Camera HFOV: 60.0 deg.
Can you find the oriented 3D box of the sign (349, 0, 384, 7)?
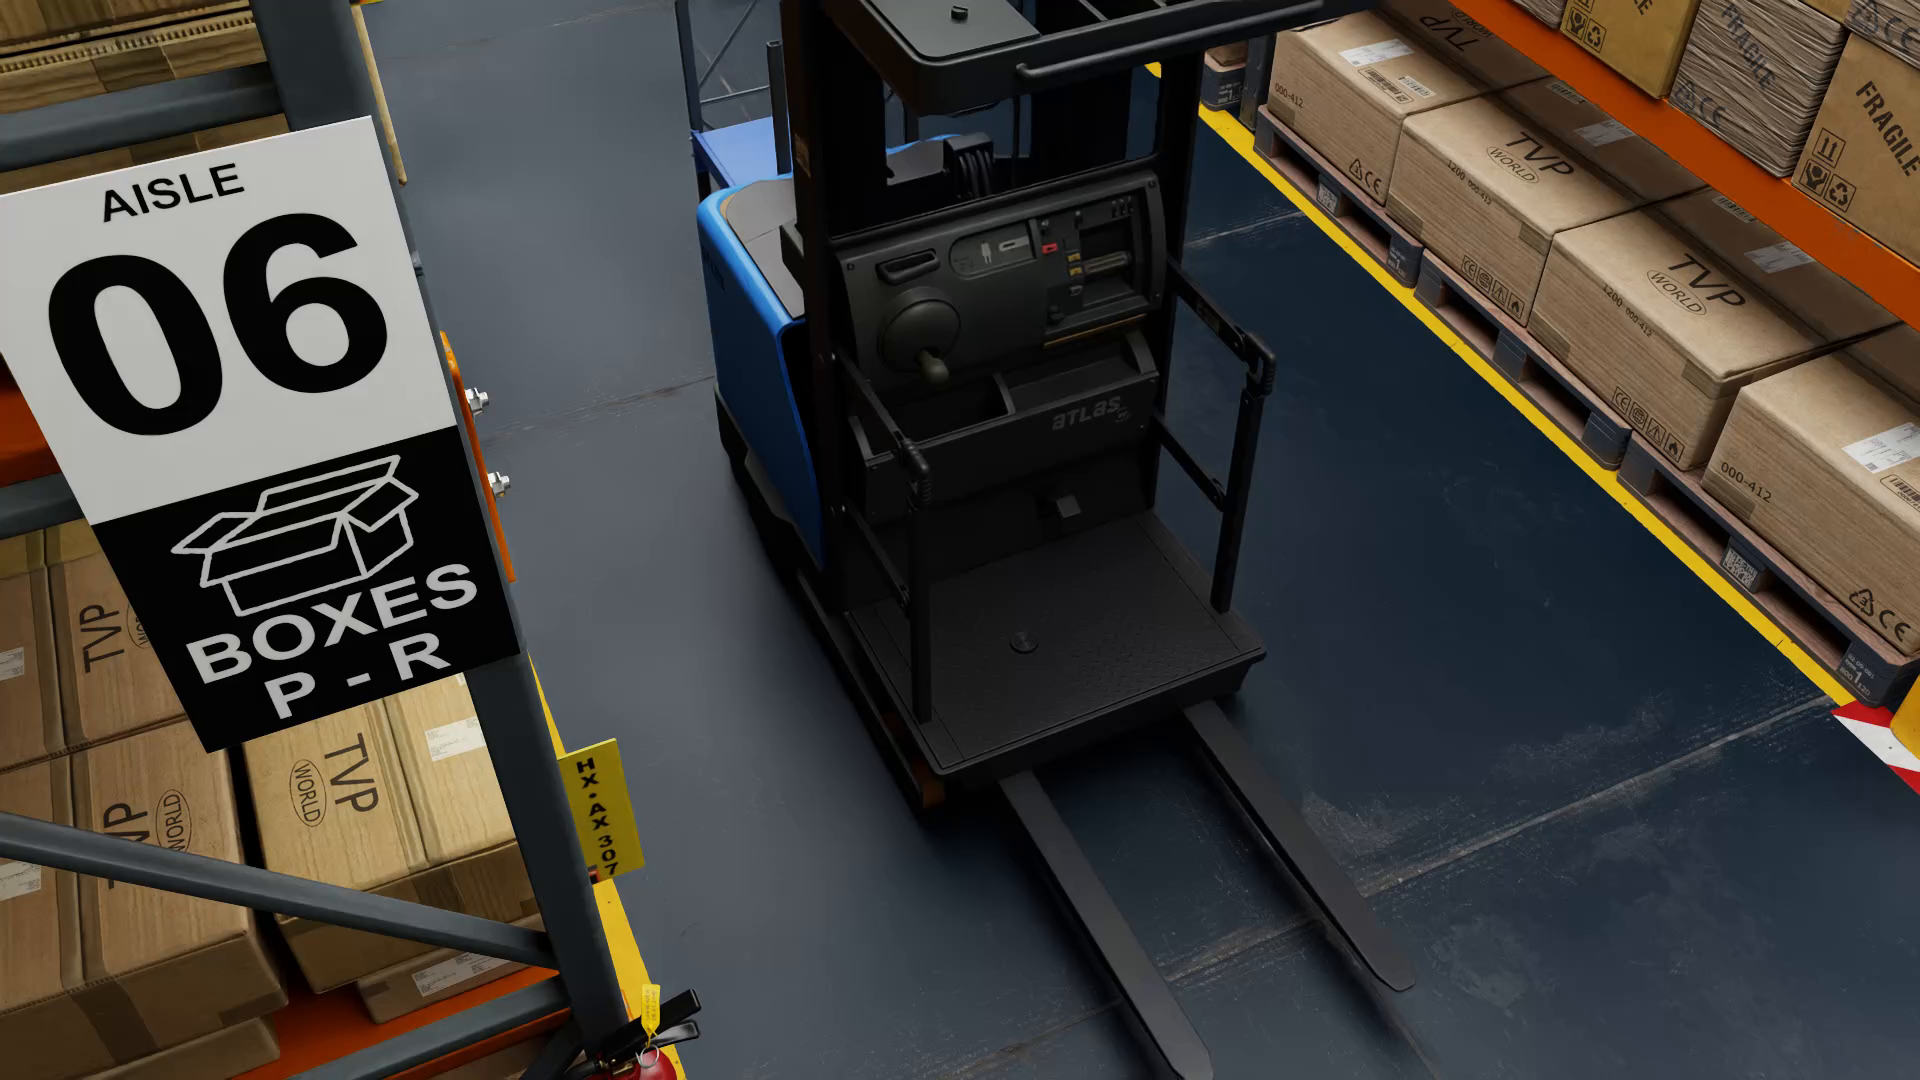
[{"bbox_3d":[-0.556,-0.645,1.511,0.100,0.325,0.005,-18,47,-17],"label":"sign"}]

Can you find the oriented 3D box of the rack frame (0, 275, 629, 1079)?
[{"bbox_3d":[-1.048,0.894,2.709,1.000,3.000,0.127,-18,47,-17],"label":"rack frame"}]

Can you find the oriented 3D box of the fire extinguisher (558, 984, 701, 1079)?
[{"bbox_3d":[-0.567,1.011,2.910,0.296,0.674,0.183,-18,47,-17],"label":"fire extinguisher"}]

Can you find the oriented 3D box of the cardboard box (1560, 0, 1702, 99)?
[{"bbox_3d":[2.359,-1.814,5.381,0.500,0.500,0.500,-17,47,-16],"label":"cardboard box"}]

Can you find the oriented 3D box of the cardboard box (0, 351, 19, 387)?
[{"bbox_3d":[-0.971,-0.356,2.019,0.380,0.149,0.250,-17,47,-17],"label":"cardboard box"}]

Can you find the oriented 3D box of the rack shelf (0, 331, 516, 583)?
[{"bbox_3d":[-1.889,-1.192,3.199,1.077,0.370,4.000,-18,47,-17],"label":"rack shelf"}]

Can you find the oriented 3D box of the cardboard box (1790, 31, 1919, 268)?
[{"bbox_3d":[2.813,-1.164,4.722,0.500,0.500,0.500,-19,48,-18],"label":"cardboard box"}]

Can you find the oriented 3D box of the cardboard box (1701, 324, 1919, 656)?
[{"bbox_3d":[3.085,-0.203,5.345,0.875,0.438,0.875,-20,48,-19],"label":"cardboard box"}]

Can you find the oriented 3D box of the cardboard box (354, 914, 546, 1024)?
[{"bbox_3d":[-0.938,0.693,3.091,0.380,0.149,0.250,-18,48,-18],"label":"cardboard box"}]

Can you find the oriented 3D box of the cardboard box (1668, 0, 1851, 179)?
[{"bbox_3d":[2.588,-1.489,5.052,0.500,0.500,0.500,-17,47,-16],"label":"cardboard box"}]

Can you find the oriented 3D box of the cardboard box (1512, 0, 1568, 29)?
[{"bbox_3d":[2.143,-2.142,5.714,0.500,0.500,0.500,-18,47,-17],"label":"cardboard box"}]

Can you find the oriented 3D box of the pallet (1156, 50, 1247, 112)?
[{"bbox_3d":[1.379,-2.600,8.235,1.003,0.211,1.213,-18,47,-17],"label":"pallet"}]

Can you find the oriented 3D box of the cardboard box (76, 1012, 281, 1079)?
[{"bbox_3d":[-1.431,0.851,2.931,0.380,0.149,0.250,-19,48,-18],"label":"cardboard box"}]

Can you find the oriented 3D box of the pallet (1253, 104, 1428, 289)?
[{"bbox_3d":[2.021,-1.623,7.245,1.003,0.211,1.213,-18,47,-17],"label":"pallet"}]

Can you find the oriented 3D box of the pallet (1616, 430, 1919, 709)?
[{"bbox_3d":[3.047,-0.068,5.669,1.003,0.211,1.213,-18,47,-17],"label":"pallet"}]

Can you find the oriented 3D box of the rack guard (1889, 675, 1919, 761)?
[{"bbox_3d":[3.464,0.331,5.059,1.175,0.500,0.348,-18,47,-17],"label":"rack guard"}]

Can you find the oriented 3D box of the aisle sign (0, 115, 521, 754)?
[{"bbox_3d":[-0.753,-0.075,1.839,0.394,0.787,0.004,-18,47,-17],"label":"aisle sign"}]

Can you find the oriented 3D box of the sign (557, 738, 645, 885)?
[{"bbox_3d":[-0.556,0.425,2.567,0.100,0.325,0.005,-18,47,-17],"label":"sign"}]

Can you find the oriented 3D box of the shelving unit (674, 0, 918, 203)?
[{"bbox_3d":[-0.592,-1.407,6.108,0.538,1.500,1.048,-19,48,-18],"label":"shelving unit"}]

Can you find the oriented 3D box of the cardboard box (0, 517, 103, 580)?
[{"bbox_3d":[-1.902,-0.019,3.529,0.500,0.250,0.500,-17,47,-16],"label":"cardboard box"}]

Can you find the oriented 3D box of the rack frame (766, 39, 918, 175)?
[{"bbox_3d":[-0.374,-1.084,5.781,0.500,1.500,0.032,-19,48,-18],"label":"rack frame"}]

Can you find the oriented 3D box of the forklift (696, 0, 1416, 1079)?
[{"bbox_3d":[0.223,-0.602,4.273,1.130,2.935,3.031,-19,48,-18],"label":"forklift"}]

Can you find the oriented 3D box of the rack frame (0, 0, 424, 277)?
[{"bbox_3d":[-1.048,-1.242,0.602,1.000,3.000,0.127,-18,47,-17],"label":"rack frame"}]

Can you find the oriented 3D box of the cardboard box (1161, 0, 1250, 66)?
[{"bbox_3d":[1.439,-2.888,7.755,0.875,0.875,0.875,-17,47,-16],"label":"cardboard box"}]

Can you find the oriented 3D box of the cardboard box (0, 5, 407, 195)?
[{"bbox_3d":[-0.987,-0.590,1.972,0.500,0.250,0.500,-19,48,-18],"label":"cardboard box"}]

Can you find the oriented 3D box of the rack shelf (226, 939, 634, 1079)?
[{"bbox_3d":[-1.889,-0.125,4.253,1.077,0.370,4.000,-18,47,-17],"label":"rack shelf"}]

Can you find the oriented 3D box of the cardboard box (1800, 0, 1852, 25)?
[{"bbox_3d":[2.584,-1.843,4.700,0.500,0.500,0.500,-18,47,-18],"label":"cardboard box"}]

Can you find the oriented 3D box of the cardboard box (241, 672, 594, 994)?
[{"bbox_3d":[-0.995,0.473,3.030,0.500,0.250,0.500,-18,47,-17],"label":"cardboard box"}]

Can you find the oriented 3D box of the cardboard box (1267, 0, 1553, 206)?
[{"bbox_3d":[1.938,-1.929,7.095,0.875,0.438,0.875,-19,48,-18],"label":"cardboard box"}]

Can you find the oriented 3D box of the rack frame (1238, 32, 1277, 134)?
[{"bbox_3d":[1.772,-3.124,6.780,1.000,3.000,0.127,-18,47,-17],"label":"rack frame"}]

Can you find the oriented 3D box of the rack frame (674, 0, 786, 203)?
[{"bbox_3d":[-0.811,-1.729,6.435,0.500,1.500,0.032,-19,48,-18],"label":"rack frame"}]

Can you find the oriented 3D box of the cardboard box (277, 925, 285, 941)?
[{"bbox_3d":[-1.482,0.671,3.113,0.380,0.149,0.250,-17,47,-16],"label":"cardboard box"}]

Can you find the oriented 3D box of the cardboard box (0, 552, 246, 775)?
[{"bbox_3d":[-1.698,0.298,3.208,0.500,0.250,0.500,-18,47,-17],"label":"cardboard box"}]

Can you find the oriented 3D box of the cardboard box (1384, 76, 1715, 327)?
[{"bbox_3d":[2.315,-1.359,6.517,0.875,0.438,0.875,-19,48,-19],"label":"cardboard box"}]

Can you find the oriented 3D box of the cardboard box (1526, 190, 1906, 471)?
[{"bbox_3d":[2.693,-0.784,5.934,0.875,0.438,0.875,-17,47,-16],"label":"cardboard box"}]

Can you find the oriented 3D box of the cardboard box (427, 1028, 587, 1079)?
[{"bbox_3d":[-1.219,1.215,3.861,0.797,0.503,0.637,-20,48,-19],"label":"cardboard box"}]

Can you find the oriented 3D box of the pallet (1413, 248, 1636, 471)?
[{"bbox_3d":[2.537,-0.845,6.456,1.003,0.211,1.213,-18,47,-17],"label":"pallet"}]

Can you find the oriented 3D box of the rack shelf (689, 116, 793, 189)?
[{"bbox_3d":[-0.592,-1.279,6.234,0.538,0.185,1.000,-19,48,-18],"label":"rack shelf"}]

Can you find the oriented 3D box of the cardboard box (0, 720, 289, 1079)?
[{"bbox_3d":[-1.483,0.626,2.874,0.500,0.250,0.500,-17,47,-16],"label":"cardboard box"}]

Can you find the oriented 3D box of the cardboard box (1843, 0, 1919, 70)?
[{"bbox_3d":[2.789,-1.527,4.379,0.500,0.500,0.500,-18,47,-17],"label":"cardboard box"}]
